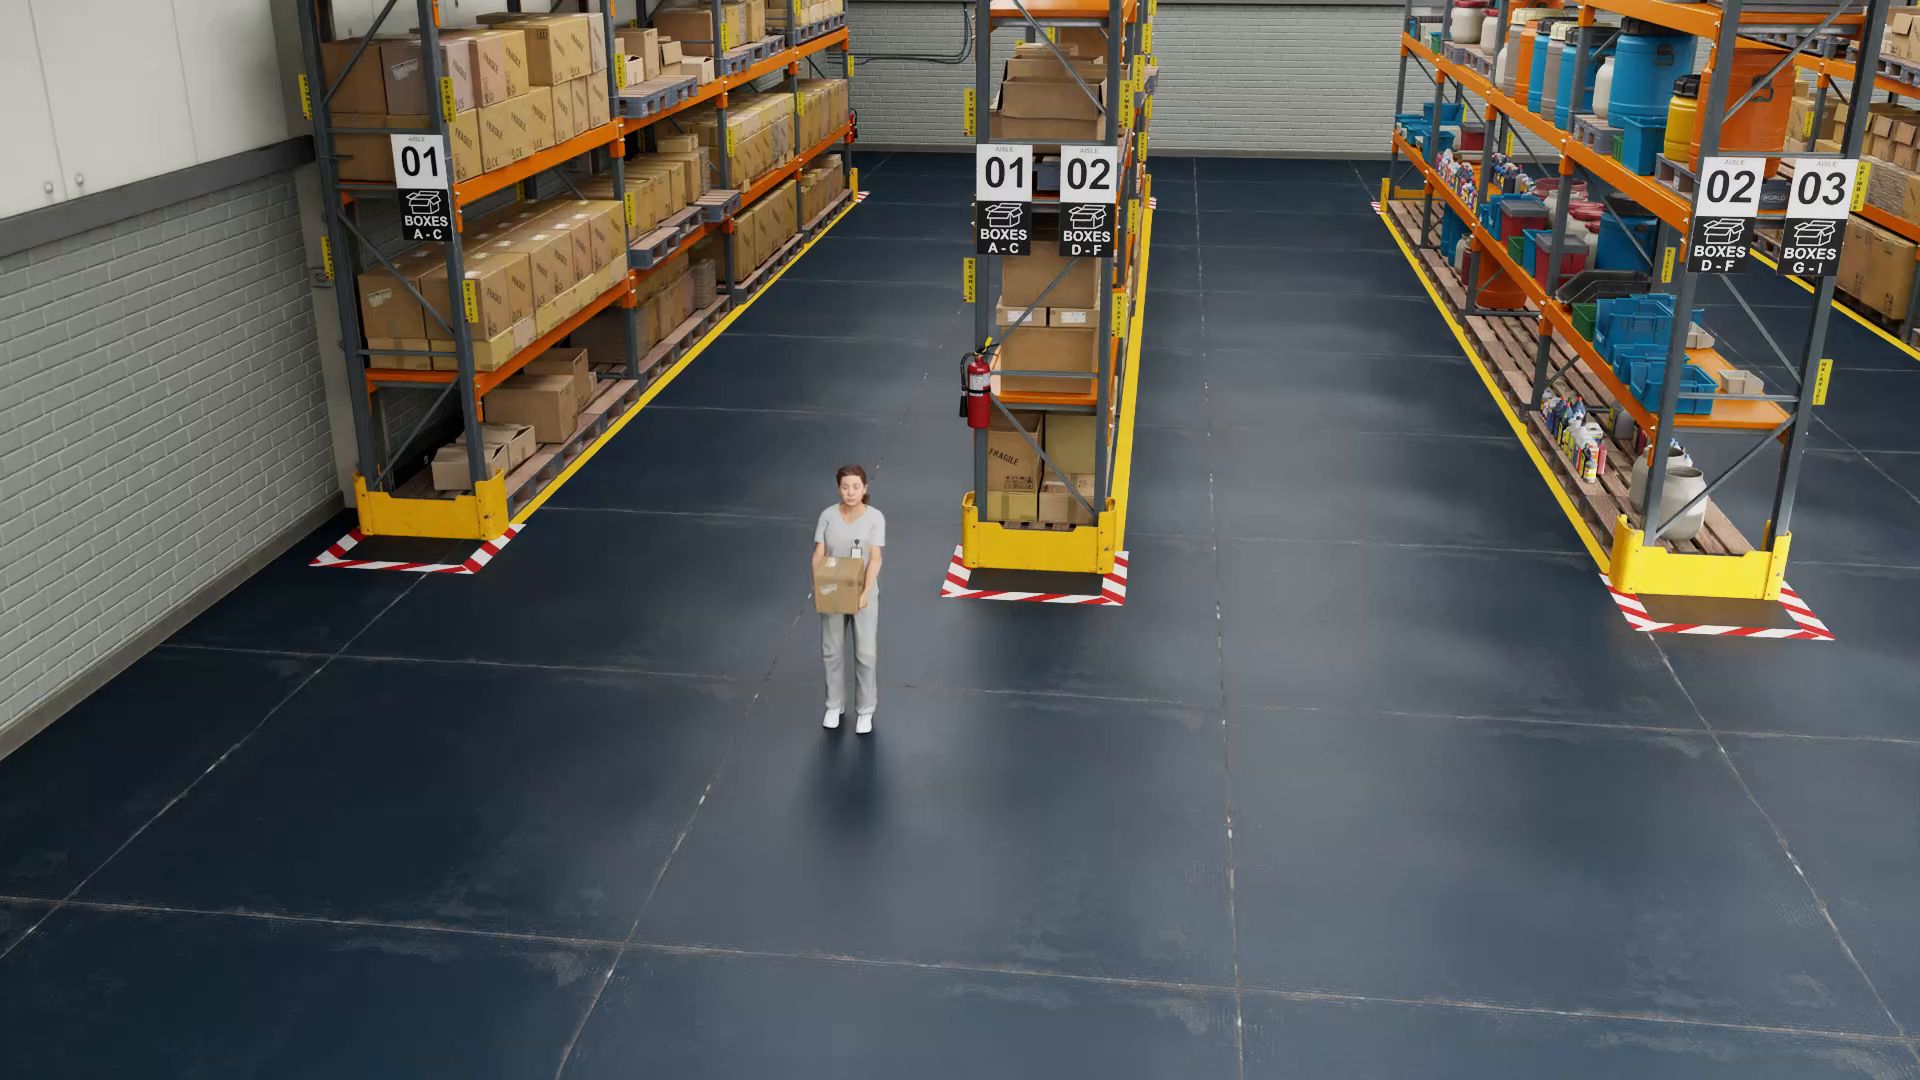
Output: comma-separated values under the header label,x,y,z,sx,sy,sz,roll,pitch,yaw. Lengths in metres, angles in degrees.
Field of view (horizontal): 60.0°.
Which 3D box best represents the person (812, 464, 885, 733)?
label,x,y,z,sx,sy,sz,roll,pitch,yaw
person,-0.680,0.370,10.152,0.436,1.662,0.554,3,21,7
